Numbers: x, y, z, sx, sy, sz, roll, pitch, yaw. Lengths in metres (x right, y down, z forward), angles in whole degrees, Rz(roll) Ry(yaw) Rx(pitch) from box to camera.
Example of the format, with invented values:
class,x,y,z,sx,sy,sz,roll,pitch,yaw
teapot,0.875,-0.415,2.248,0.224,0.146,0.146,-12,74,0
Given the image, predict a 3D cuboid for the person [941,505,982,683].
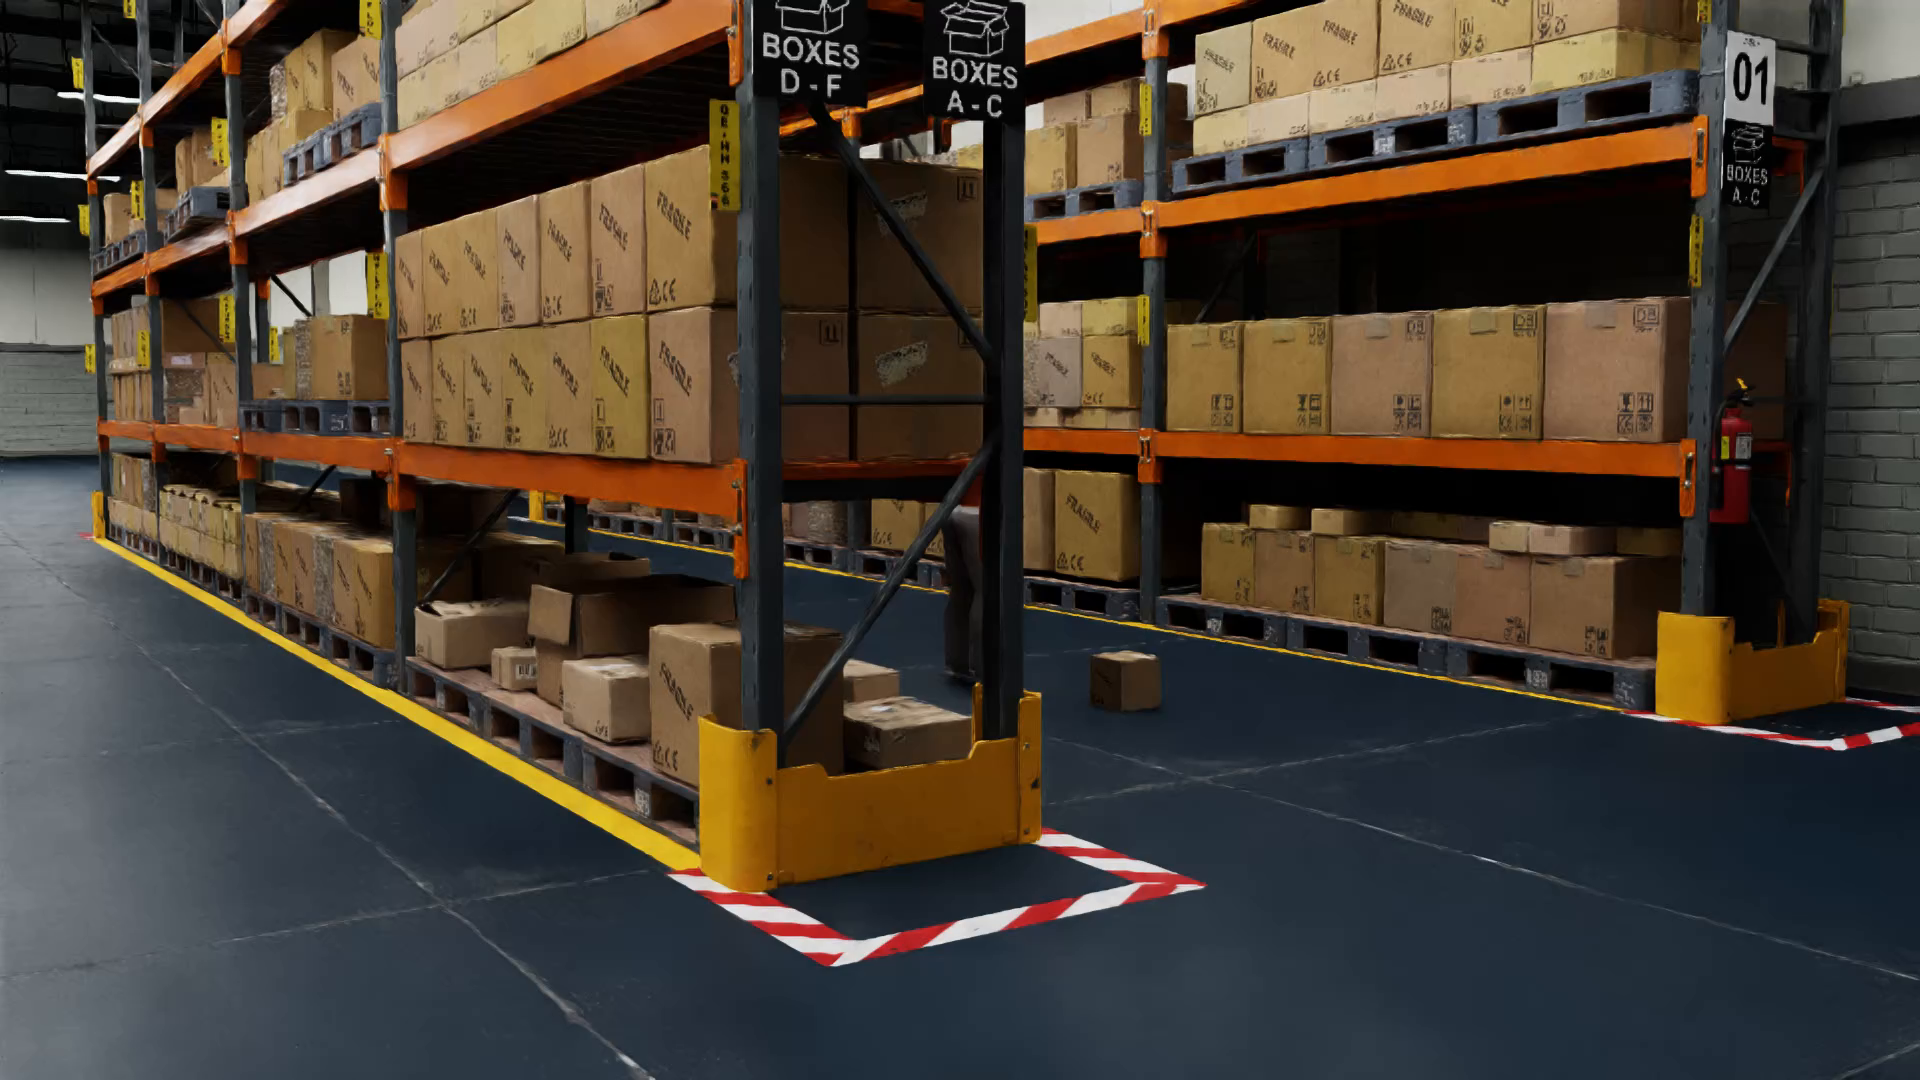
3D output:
class,x,y,z,sx,sy,sz,roll,pitch,yaw
person,0.096,-0.069,8.790,0.388,1.715,0.500,-2,5,-27
